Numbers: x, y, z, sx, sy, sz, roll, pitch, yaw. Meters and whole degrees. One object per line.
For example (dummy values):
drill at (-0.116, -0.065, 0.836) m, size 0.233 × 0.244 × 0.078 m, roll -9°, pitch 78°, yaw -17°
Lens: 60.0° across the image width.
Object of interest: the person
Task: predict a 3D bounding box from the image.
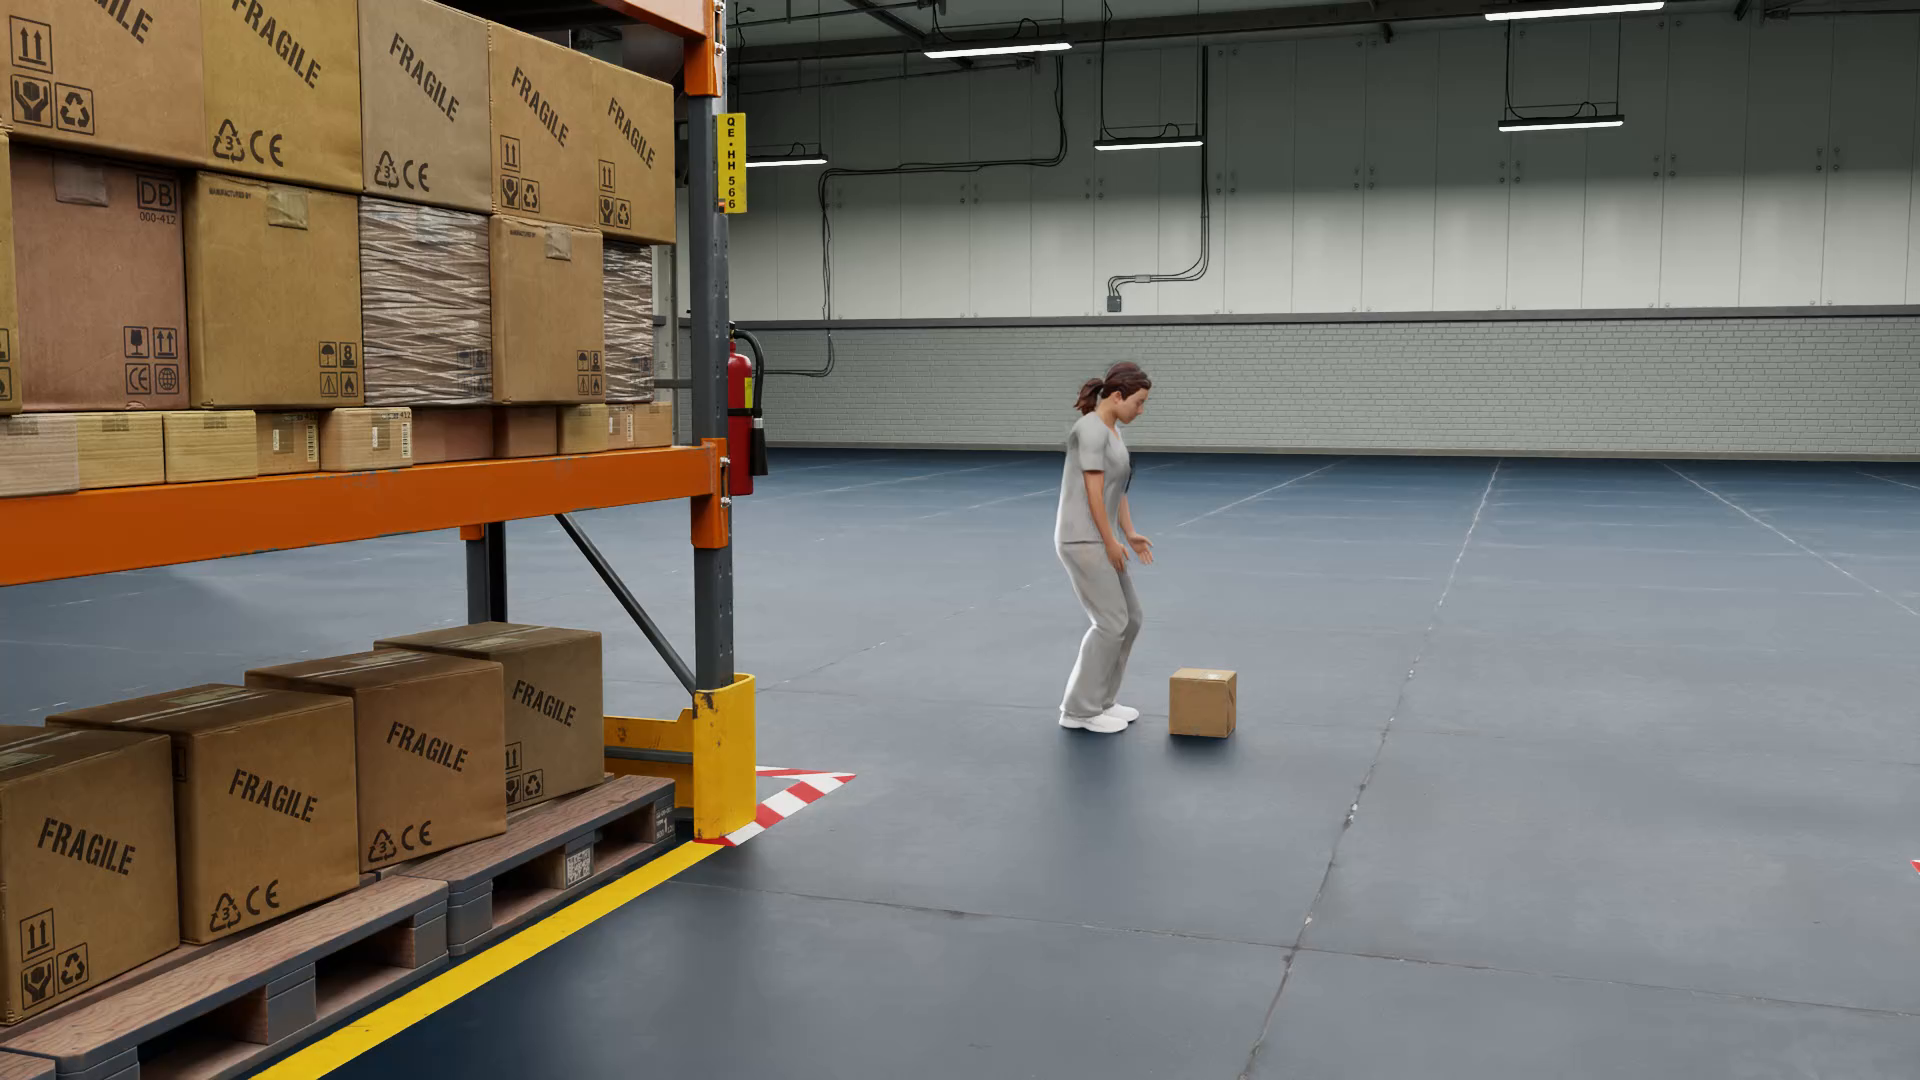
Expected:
person at (0.639, 0.020, 7.363) m, size 0.406 × 1.616 × 0.464 m, roll 2°, pitch 6°, yaw 20°
